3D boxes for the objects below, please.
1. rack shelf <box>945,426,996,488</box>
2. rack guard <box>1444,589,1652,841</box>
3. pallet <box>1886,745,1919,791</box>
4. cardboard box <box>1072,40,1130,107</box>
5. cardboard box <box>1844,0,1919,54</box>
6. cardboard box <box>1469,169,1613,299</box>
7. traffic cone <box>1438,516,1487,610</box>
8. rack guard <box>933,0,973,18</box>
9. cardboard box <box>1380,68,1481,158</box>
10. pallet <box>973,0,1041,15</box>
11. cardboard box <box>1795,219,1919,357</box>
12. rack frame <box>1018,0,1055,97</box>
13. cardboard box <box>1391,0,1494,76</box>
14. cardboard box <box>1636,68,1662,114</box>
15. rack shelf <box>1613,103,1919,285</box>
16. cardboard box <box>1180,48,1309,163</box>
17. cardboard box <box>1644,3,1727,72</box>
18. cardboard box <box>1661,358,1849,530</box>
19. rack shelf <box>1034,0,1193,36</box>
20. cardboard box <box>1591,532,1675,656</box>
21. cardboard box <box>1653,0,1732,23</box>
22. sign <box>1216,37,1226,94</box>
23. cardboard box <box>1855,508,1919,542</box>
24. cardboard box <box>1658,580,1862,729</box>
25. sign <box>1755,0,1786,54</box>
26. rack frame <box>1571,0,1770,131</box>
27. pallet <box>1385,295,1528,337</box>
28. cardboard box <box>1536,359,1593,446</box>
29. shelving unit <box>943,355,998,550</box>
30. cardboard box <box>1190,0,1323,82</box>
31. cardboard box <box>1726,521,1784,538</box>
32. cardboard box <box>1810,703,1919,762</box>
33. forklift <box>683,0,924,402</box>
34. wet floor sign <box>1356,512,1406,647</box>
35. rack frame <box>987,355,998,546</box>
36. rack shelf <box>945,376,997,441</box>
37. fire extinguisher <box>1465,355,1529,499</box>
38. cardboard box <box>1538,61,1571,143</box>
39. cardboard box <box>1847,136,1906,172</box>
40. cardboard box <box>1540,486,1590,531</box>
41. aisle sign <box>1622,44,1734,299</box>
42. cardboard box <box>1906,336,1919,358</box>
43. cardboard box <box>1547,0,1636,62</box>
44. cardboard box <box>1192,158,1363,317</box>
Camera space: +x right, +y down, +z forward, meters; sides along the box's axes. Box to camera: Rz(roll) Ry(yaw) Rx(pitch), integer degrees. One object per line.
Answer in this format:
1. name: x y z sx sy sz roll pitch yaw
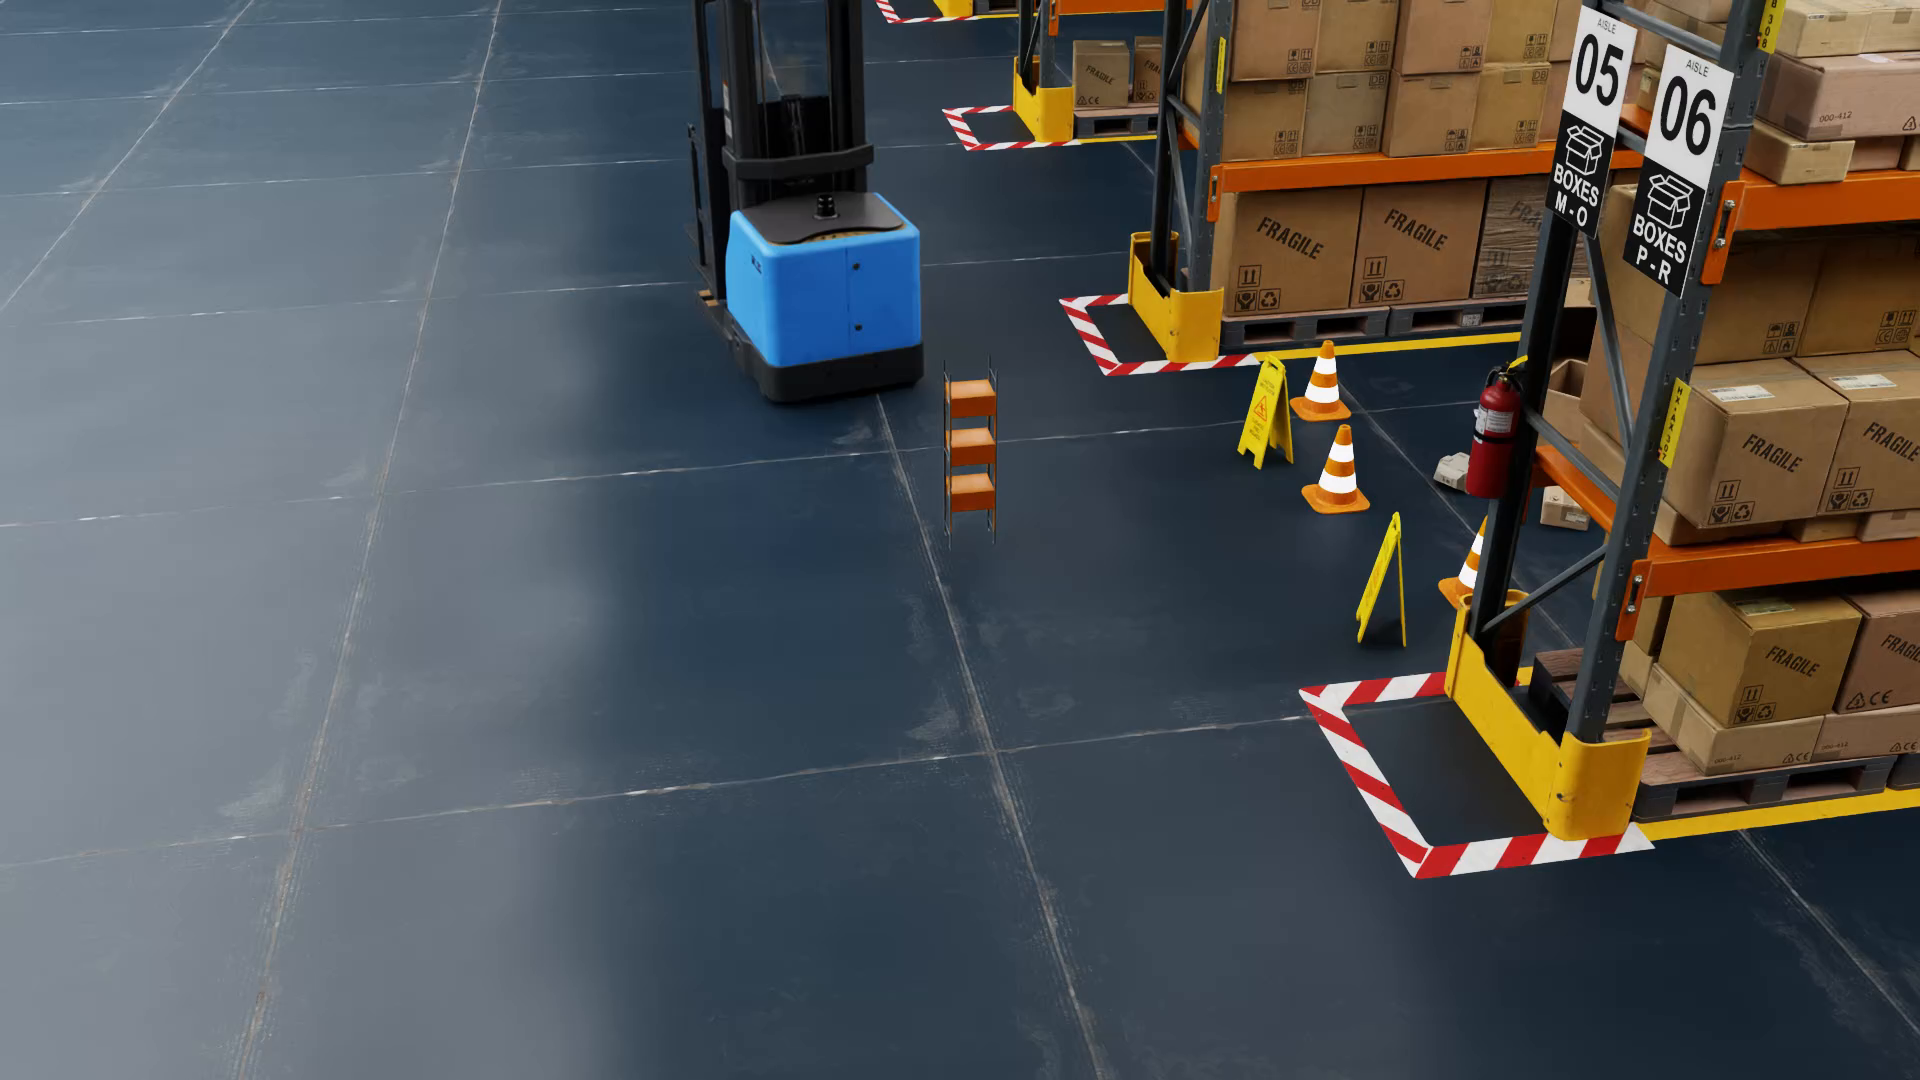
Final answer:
1. rack shelf: 0.053 -0.448 8.888 0.240 0.259 0.215 -5 31 -9
2. rack guard: 2.571 0.748 7.374 0.348 0.500 1.175 -5 31 -9
3. pallet: 4.574 0.707 7.730 1.213 0.211 1.003 -5 31 -9
4. cardboard box: 1.329 -4.415 15.742 0.500 0.500 0.500 0 30 0
5. cardboard box: 3.128 -1.812 5.765 0.250 0.149 0.380 -5 31 -9
6. cardboard box: 3.923 -2.305 11.782 0.875 0.875 0.875 -5 31 -9
7. traffic cone: 2.687 0.089 8.532 0.334 0.463 0.336 -5 31 -9
8. rack guard: -0.114 -6.685 20.017 0.348 0.500 1.175 -5 31 -9
9. cardboard box: 2.973 -2.952 11.053 0.550 0.550 0.875 -5 31 -9
10. pallet: 0.686 -6.632 20.212 1.213 0.211 1.003 -5 31 -9
11. cardboard box: 3.459 -1.122 6.711 0.500 0.500 0.700 -5 31 -8
12. rack frame: 0.712 -5.263 15.132 0.127 3.000 1.000 -5 31 -9
13. cardboard box: 2.977 -3.405 10.759 0.550 0.550 0.875 -5 31 -9
14. cardboard box: 2.797 -1.679 6.325 0.250 0.149 0.380 -5 31 -9
15. rack shelf: 4.464 -1.488 6.461 4.000 0.370 1.077 -5 31 -9
16. cardboard box: 1.862 -2.902 10.968 0.550 0.550 0.875 -5 31 -9
17. cardboard box: 2.951 -1.860 6.239 0.500 0.250 0.500 -6 31 -10
18. cardboard box: 3.012 -0.398 6.466 0.500 0.500 0.500 -6 31 -10
19. rack shelf: 2.679 -5.136 15.625 4.000 0.370 1.077 -5 31 -9
20. cardboard box: 3.238 0.156 7.475 0.500 0.500 0.500 -5 31 -9
21. cardboard box: 2.776 -2.029 6.133 0.250 0.149 0.380 -5 31 -8
22. sign: 1.600 -2.911 10.199 0.005 0.325 0.100 -5 31 -9
23. cardboard box: 3.647 -0.156 6.694 0.250 0.149 0.380 -5 31 -8
24. cardboard box: 3.363 0.421 7.024 0.500 0.500 0.500 -6 31 -11
25. sign: 2.594 -1.721 5.287 0.005 0.325 0.100 -5 31 -9
26. rack frame: 2.497 -2.908 5.208 0.127 3.000 1.000 -5 31 -9
27. pallet: 3.476 -1.801 11.994 1.213 0.211 1.003 -5 31 -9
28. cardboard box: 3.768 -0.669 9.781 0.797 0.503 0.637 23 37 33
29. shelving unit: 0.053 -0.457 8.882 0.252 1.050 0.215 -5 31 -9
30. cardboard box: 1.878 -3.326 10.623 0.550 0.550 0.875 -5 31 -9
31. cardboard box: 3.114 -0.172 6.721 0.250 0.149 0.380 -5 31 -8
32. cardboard box: 3.843 0.703 7.283 0.500 0.250 0.500 -4 31 -7
33. forklift: -1.257 -2.863 11.118 1.130 2.935 3.031 -12 32 -19
34. wet floor sign: 2.117 0.177 8.203 0.232 0.644 0.267 5 31 8
35. rack frame: 0.173 -0.469 8.901 0.008 1.050 0.200 -5 31 -9
36. rack shelf: 0.053 -0.693 8.744 0.240 0.259 0.215 -5 31 -9
37. fire extinguisher: 2.301 -0.508 7.121 0.183 0.674 0.296 -5 31 -9
38. cardboard box: 3.990 -3.119 11.337 0.550 0.550 0.875 -5 31 -9
39. cardboard box: 3.124 -1.444 5.925 0.250 0.149 0.380 -6 31 -10
40. cardboard box: 3.421 -0.220 9.368 0.250 0.149 0.380 10 32 17
41. aisle sign: 2.491 -1.283 5.797 0.004 0.787 0.394 -5 31 -9
42. cardboard box: 4.022 -0.494 6.630 0.500 0.500 0.500 -6 31 -10
43. cardboard box: 3.995 -3.571 11.040 0.550 0.550 0.875 -5 31 -9
44. cardboard box: 2.161 -2.141 11.504 0.875 0.875 0.875 -5 31 -9
